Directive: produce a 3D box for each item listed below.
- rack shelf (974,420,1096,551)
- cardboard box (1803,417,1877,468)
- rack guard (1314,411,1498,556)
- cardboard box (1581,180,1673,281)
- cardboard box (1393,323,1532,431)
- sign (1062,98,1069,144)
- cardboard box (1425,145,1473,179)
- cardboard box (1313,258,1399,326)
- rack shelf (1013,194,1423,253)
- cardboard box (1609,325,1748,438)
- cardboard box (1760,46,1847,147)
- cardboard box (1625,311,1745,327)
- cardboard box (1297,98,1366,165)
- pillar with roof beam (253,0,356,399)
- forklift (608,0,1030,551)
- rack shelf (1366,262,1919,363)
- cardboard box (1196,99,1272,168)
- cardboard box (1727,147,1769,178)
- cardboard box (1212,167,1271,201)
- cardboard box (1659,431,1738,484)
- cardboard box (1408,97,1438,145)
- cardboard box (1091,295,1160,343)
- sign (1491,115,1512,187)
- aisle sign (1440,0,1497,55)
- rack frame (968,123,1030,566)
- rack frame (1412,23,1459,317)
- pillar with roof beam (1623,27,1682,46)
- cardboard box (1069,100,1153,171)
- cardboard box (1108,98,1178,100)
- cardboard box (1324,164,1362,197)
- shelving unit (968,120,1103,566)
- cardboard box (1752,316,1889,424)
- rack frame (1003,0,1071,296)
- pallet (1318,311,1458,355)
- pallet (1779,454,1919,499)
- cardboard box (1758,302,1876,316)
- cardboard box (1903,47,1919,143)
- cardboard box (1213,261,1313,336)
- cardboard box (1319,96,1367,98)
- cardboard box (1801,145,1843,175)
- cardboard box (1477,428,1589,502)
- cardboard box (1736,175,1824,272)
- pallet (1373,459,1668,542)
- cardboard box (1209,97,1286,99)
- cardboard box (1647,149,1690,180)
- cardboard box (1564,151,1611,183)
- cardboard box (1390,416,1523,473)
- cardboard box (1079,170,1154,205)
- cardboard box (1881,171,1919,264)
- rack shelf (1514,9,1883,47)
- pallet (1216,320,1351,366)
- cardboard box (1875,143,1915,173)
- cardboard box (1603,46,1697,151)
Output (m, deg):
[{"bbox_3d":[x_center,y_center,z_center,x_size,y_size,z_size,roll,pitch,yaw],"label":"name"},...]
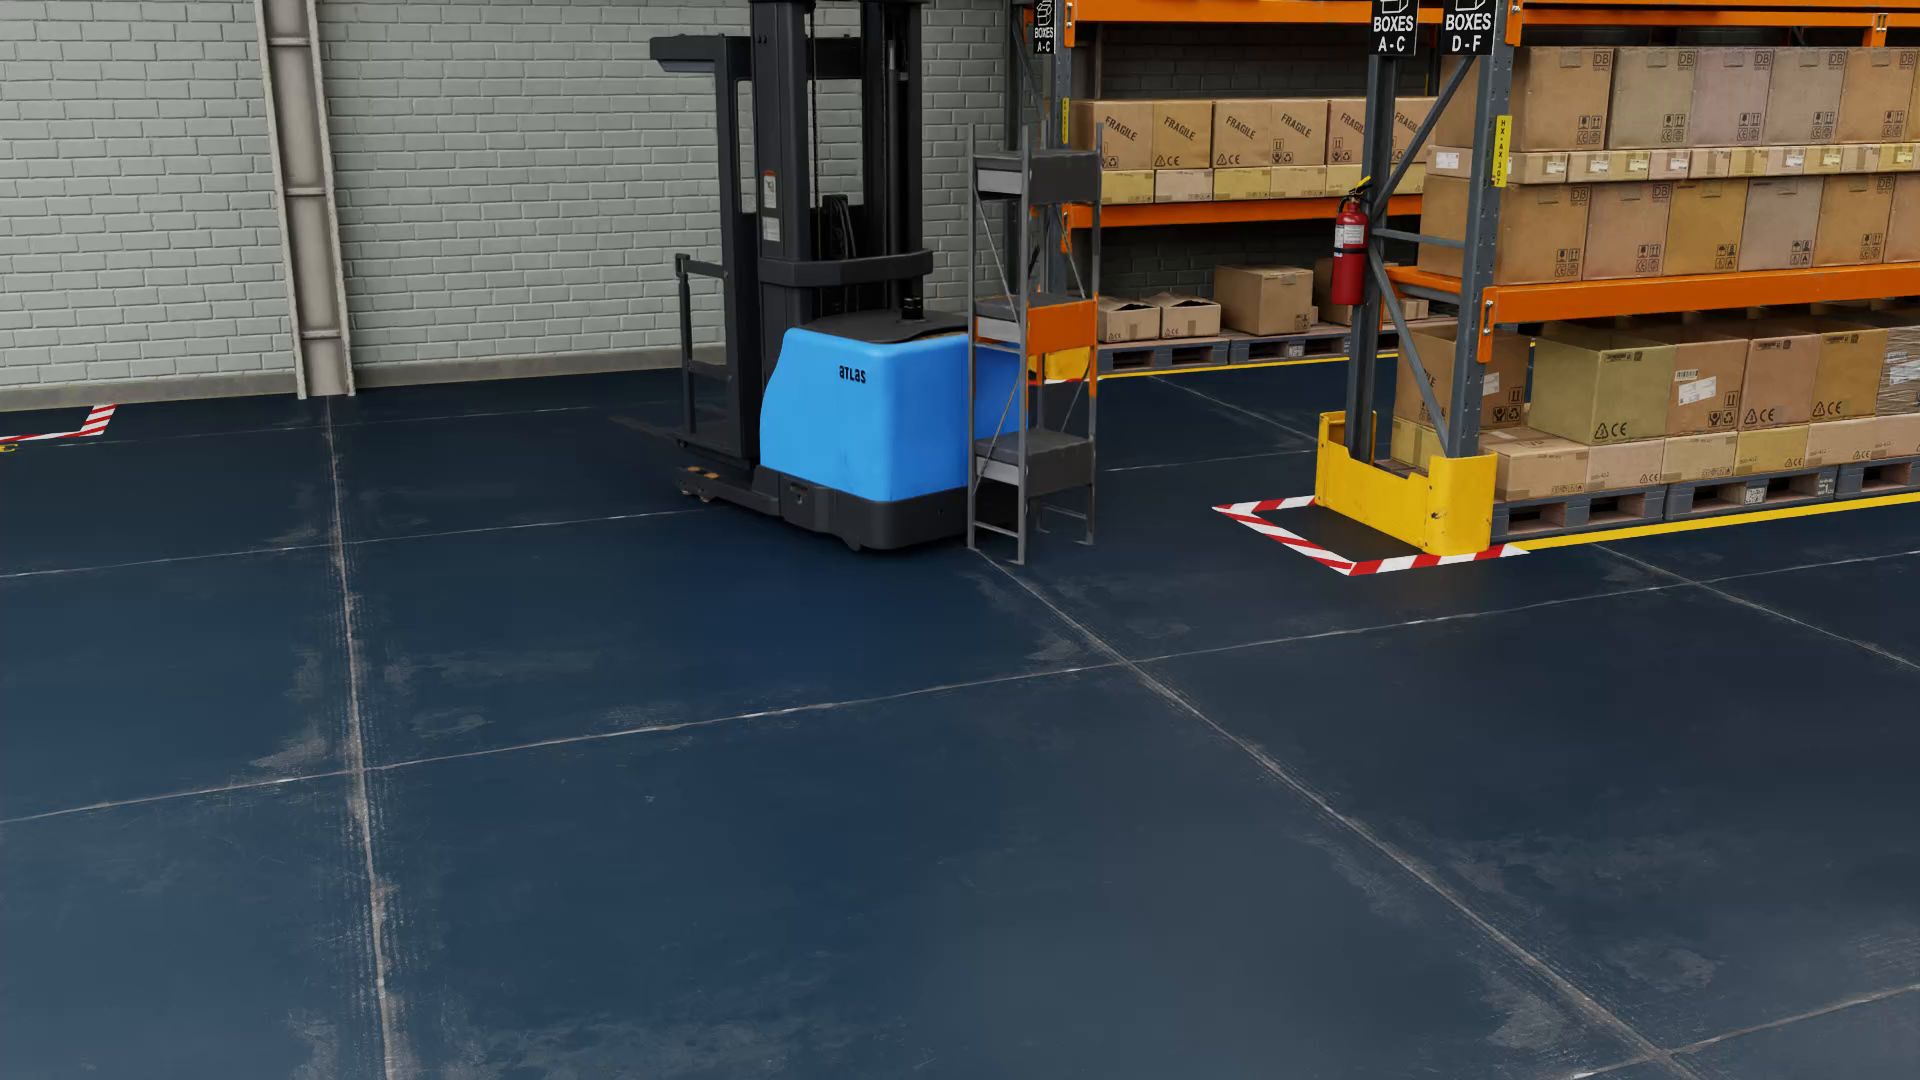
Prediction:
[{"bbox_3d":[0.360,-0.284,8.372,0.480,0.518,0.431,-14,22,-40],"label":"rack shelf"},{"bbox_3d":[4.807,-0.604,9.468,0.500,0.250,0.500,-6,17,-20],"label":"cardboard box"},{"bbox_3d":[2.337,-0.324,8.813,0.348,0.500,1.175,-6,17,-20],"label":"rack guard"},{"bbox_3d":[3.288,-1.671,8.788,0.500,0.500,0.700,-6,17,-19],"label":"cardboard box"},{"bbox_3d":[2.753,-0.900,9.142,0.500,0.500,0.500,-6,17,-20],"label":"cardboard box"},{"bbox_3d":[0.777,-3.101,12.298,0.005,0.325,0.100,-6,17,-20],"label":"sign"},{"bbox_3d":[2.648,-1.973,8.665,0.250,0.149,0.380,-6,18,-21],"label":"cardboard box"},{"bbox_3d":[3.363,-2.128,14.177,0.500,0.500,0.500,-8,18,-24],"label":"cardboard box"},{"bbox_3d":[2.451,-2.685,13.694,4.000,0.370,1.077,-6,17,-20],"label":"rack shelf"},{"bbox_3d":[3.868,-0.868,9.033,0.500,0.500,0.500,-6,17,-20],"label":"cardboard box"},{"bbox_3d":[4.276,-2.401,8.970,0.500,0.500,0.700,-6,17,-20],"label":"cardboard box"},{"bbox_3d":[4.149,-1.054,9.669,0.500,0.500,0.500,-6,17,-20],"label":"cardboard box"},{"bbox_3d":[3.049,-3.300,13.413,0.500,0.500,0.500,-7,18,-22],"label":"cardboard box"},{"bbox_3d":[-3.135,-4.267,7.159,0.400,9.000,9.100,-6,17,-20],"label":"pillar with roof beam"},{"bbox_3d":[-0.969,-1.697,9.174,1.130,2.935,3.031,-14,21,-39],"label":"forklift"},{"bbox_3d":[4.227,-1.382,9.257,4.000,0.370,1.077,-6,17,-20],"label":"rack shelf"},{"bbox_3d":[2.086,-3.192,13.046,0.500,0.500,0.500,-7,18,-22],"label":"cardboard box"},{"bbox_3d":[4.004,-1.998,8.749,0.250,0.149,0.380,-6,18,-21],"label":"cardboard box"},{"bbox_3d":[2.110,-2.838,13.168,0.500,0.250,0.500,-6,18,-21],"label":"cardboard box"},{"bbox_3d":[3.872,-0.505,9.128,0.500,0.250,0.500,-6,17,-20],"label":"cardboard box"},{"bbox_3d":[3.987,-3.400,13.752,0.500,0.500,0.500,-6,17,-20],"label":"cardboard box"},{"bbox_3d":[1.261,-1.795,13.380,0.500,0.311,0.500,-8,18,-26],"label":"cardboard box"},{"bbox_3d":[2.552,-1.832,7.836,0.005,0.325,0.100,-6,17,-20],"label":"sign"},{"bbox_3d":[2.407,-2.685,7.806,0.004,0.787,0.394,-6,17,-20],"label":"aisle sign"},{"bbox_3d":[0.179,-0.923,8.013,0.015,2.100,0.400,-14,22,-40],"label":"rack frame"},{"bbox_3d":[4.318,-3.232,14.279,0.127,3.000,1.000,-6,17,-20],"label":"rack frame"},{"bbox_3d":[8.070,-5.477,11.279,0.400,9.000,9.100,-6,17,-20],"label":"pillar with roof beam"},{"bbox_3d":[1.136,-3.095,12.713,0.500,0.500,0.500,-6,17,-20],"label":"cardboard box"},{"bbox_3d":[1.421,-3.277,13.335,0.500,0.500,0.500,-6,17,-19],"label":"cardboard box"},{"bbox_3d":[3.052,-2.939,13.513,0.500,0.250,0.500,-6,17,-20],"label":"cardboard box"},{"bbox_3d":[0.360,-0.969,8.171,0.503,2.100,0.431,-14,22,-40],"label":"shelving unit"},{"bbox_3d":[4.803,-0.968,9.373,0.500,0.500,0.500,-6,17,-20],"label":"cardboard box"},{"bbox_3d":[0.583,-2.828,12.906,0.127,3.000,1.000,-6,17,-20],"label":"rack frame"},{"bbox_3d":[3.704,-1.817,14.410,1.213,0.211,1.003,-6,17,-20],"label":"pallet"},{"bbox_3d":[5.337,-0.522,10.000,1.213,0.211,1.003,-6,17,-20],"label":"pallet"},{"bbox_3d":[5.085,-1.154,10.007,0.500,0.500,0.500,-6,17,-20],"label":"cardboard box"},{"bbox_3d":[5.211,-2.501,9.313,0.500,0.500,0.700,-6,17,-20],"label":"cardboard box"},{"bbox_3d":[2.497,-2.004,13.756,0.500,0.500,0.700,-7,18,-24],"label":"cardboard box"},{"bbox_3d":[3.320,-3.485,14.043,0.500,0.500,0.500,-6,17,-20],"label":"cardboard box"},{"bbox_3d":[4.484,-2.049,8.923,0.250,0.149,0.380,-6,17,-18],"label":"cardboard box"},{"bbox_3d":[2.939,-0.403,8.782,0.500,0.250,0.500,-6,17,-20],"label":"cardboard box"},{"bbox_3d":[4.244,-1.774,9.138,0.500,0.500,0.700,-6,17,-18],"label":"cardboard box"},{"bbox_3d":[3.058,-0.276,9.162,1.213,0.211,1.003,-6,17,-20],"label":"pallet"},{"bbox_3d":[2.372,-3.381,13.689,0.500,0.500,0.500,-6,17,-19],"label":"cardboard box"},{"bbox_3d":[3.518,-1.944,8.567,0.250,0.149,0.380,-6,18,-21],"label":"cardboard box"},{"bbox_3d":[3.048,-1.895,8.398,0.250,0.149,0.380,-7,18,-22],"label":"cardboard box"},{"bbox_3d":[2.754,-0.539,9.246,0.500,0.250,0.500,-6,17,-20],"label":"cardboard box"},{"bbox_3d":[1.152,-2.732,12.807,0.500,0.250,0.500,-7,18,-22],"label":"cardboard box"},{"bbox_3d":[5.192,-1.875,9.483,0.500,0.500,0.700,-6,18,-21],"label":"cardboard box"},{"bbox_3d":[6.186,-4.527,14.645,4.000,0.370,1.077,-6,17,-20],"label":"rack shelf"},{"bbox_3d":[2.563,-1.693,13.987,1.213,0.211,1.003,-6,17,-20],"label":"pallet"},{"bbox_3d":[4.966,-2.102,9.104,0.250,0.149,0.380,-6,17,-20],"label":"cardboard box"},{"bbox_3d":[3.338,-2.299,8.624,0.500,0.500,0.700,-7,18,-22],"label":"cardboard box"}]
